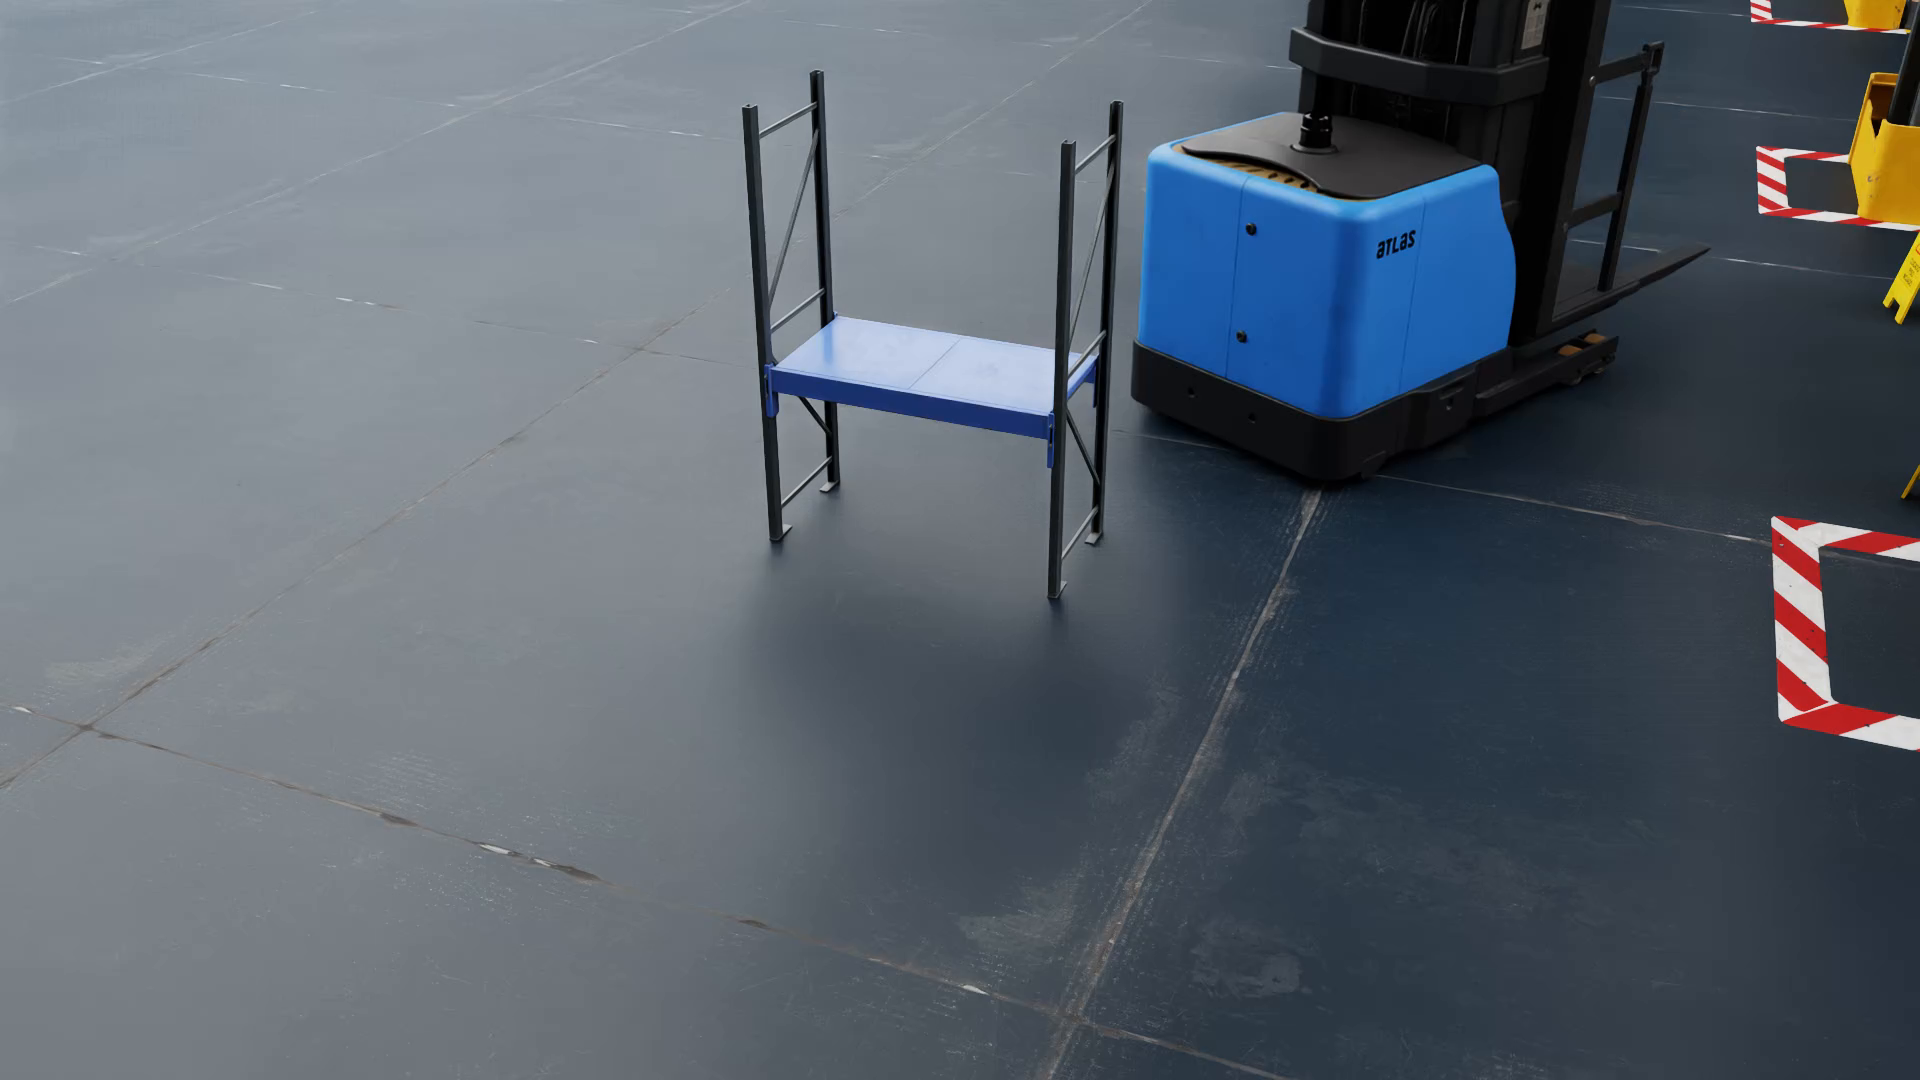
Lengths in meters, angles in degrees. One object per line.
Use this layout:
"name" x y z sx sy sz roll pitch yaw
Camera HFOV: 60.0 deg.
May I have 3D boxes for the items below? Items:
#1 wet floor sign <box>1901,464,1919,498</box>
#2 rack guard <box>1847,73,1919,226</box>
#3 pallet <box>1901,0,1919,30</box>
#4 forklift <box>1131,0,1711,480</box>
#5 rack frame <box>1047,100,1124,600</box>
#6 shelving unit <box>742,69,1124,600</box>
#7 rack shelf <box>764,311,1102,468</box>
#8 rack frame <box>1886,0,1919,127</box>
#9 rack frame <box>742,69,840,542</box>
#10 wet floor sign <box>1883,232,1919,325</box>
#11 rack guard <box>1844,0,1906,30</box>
"wet floor sign" 3.581 -0.444 5.880 0.232 0.644 0.267 24 37 36
"rack guard" 5.100 -2.138 9.024 0.348 0.500 1.175 11 31 19
"pallet" 7.891 -4.070 12.736 1.213 0.211 1.003 11 31 19
"forklift" 2.125 -2.087 6.464 3.031 2.935 1.130 -23 37 -35
"rack frame" 0.392 -0.575 5.242 0.032 1.500 0.500 11 31 19
"shelving unit" -0.079 -0.669 5.409 1.048 1.500 0.538 11 31 19
"rack shelf" -0.079 -0.512 5.497 1.000 0.185 0.538 11 31 19
"rack frame" 5.122 -3.222 8.401 0.127 3.000 1.000 11 31 19
"rack frame" -0.550 -0.763 5.575 0.032 1.500 0.500 11 31 19
"wet floor sign" 4.351 -1.299 7.393 0.232 0.644 0.267 6 30 11
"rack guard" 7.151 -4.362 12.959 0.348 0.500 1.175 11 31 19
